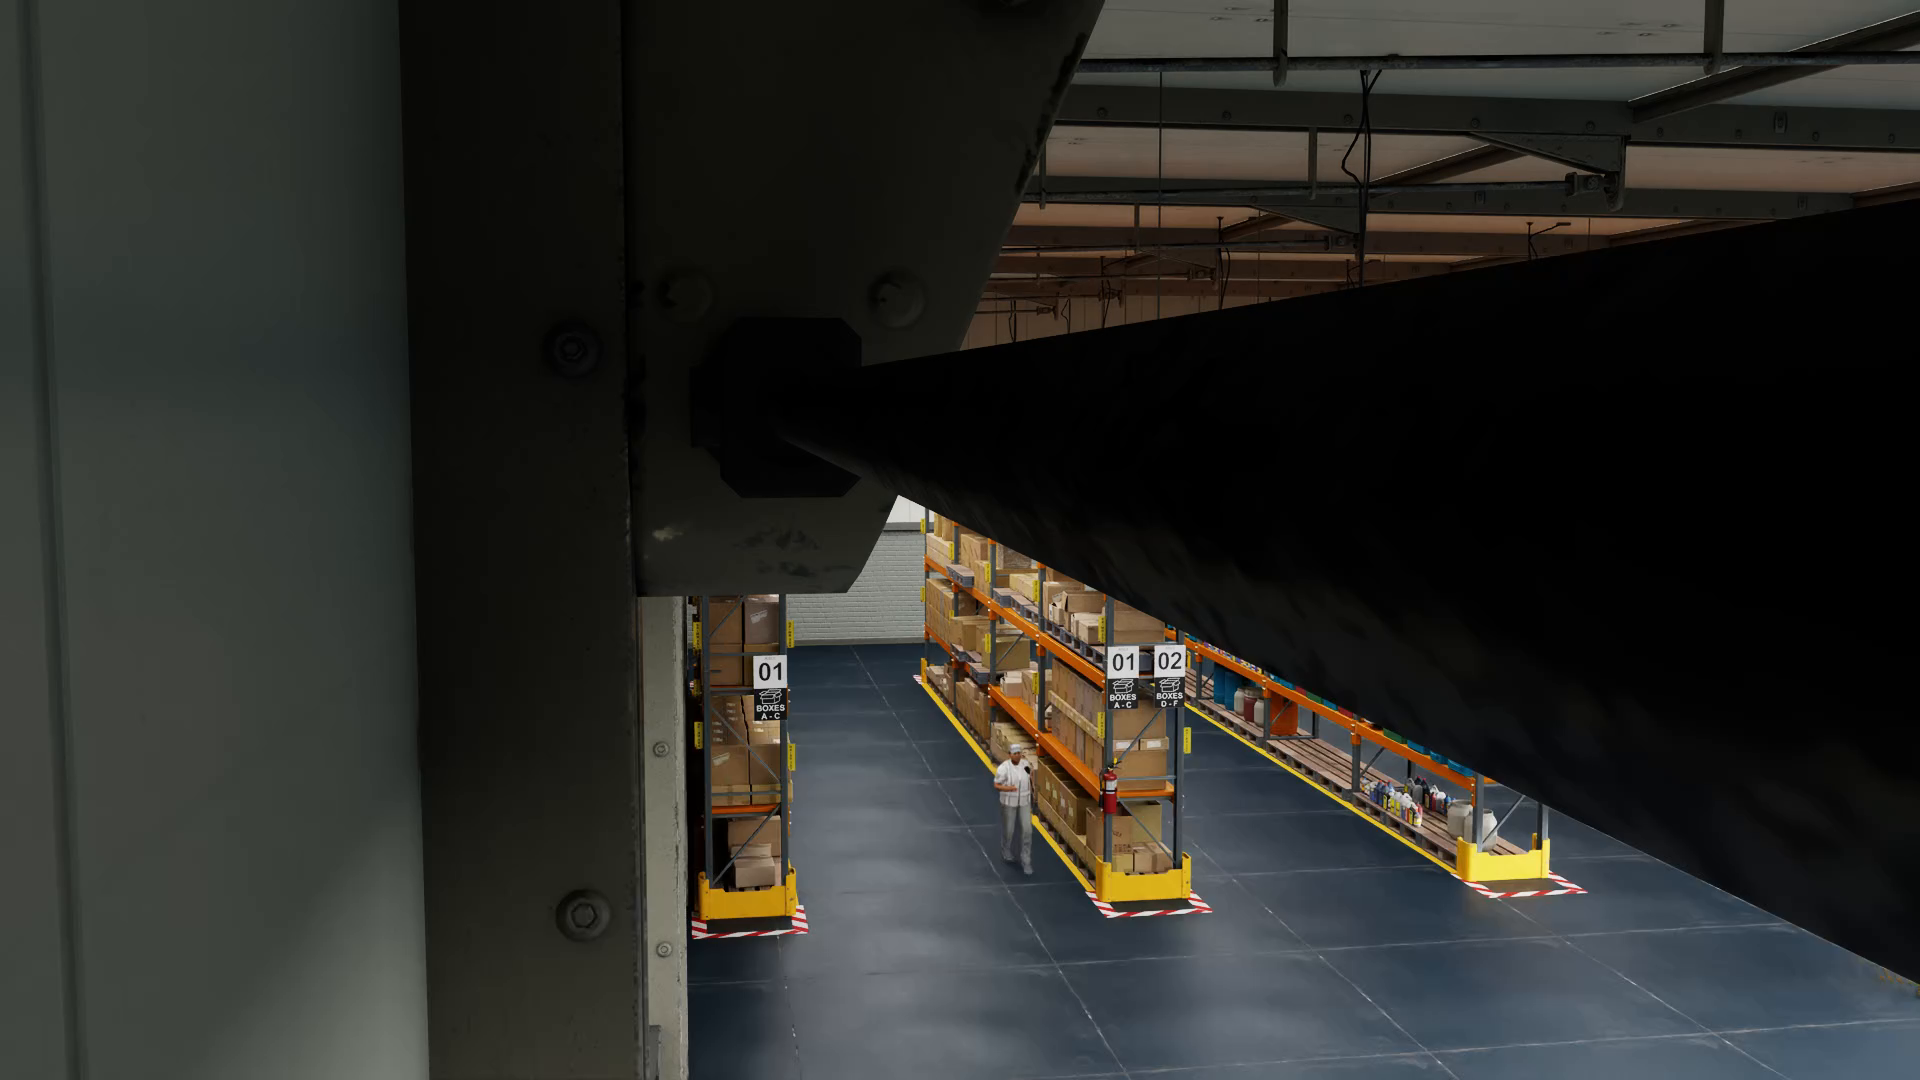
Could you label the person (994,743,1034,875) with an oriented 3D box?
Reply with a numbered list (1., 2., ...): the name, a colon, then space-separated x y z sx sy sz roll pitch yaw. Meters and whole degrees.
1. person: 0.727 3.552 22.202 0.593 1.722 0.816 -1 5 -12
